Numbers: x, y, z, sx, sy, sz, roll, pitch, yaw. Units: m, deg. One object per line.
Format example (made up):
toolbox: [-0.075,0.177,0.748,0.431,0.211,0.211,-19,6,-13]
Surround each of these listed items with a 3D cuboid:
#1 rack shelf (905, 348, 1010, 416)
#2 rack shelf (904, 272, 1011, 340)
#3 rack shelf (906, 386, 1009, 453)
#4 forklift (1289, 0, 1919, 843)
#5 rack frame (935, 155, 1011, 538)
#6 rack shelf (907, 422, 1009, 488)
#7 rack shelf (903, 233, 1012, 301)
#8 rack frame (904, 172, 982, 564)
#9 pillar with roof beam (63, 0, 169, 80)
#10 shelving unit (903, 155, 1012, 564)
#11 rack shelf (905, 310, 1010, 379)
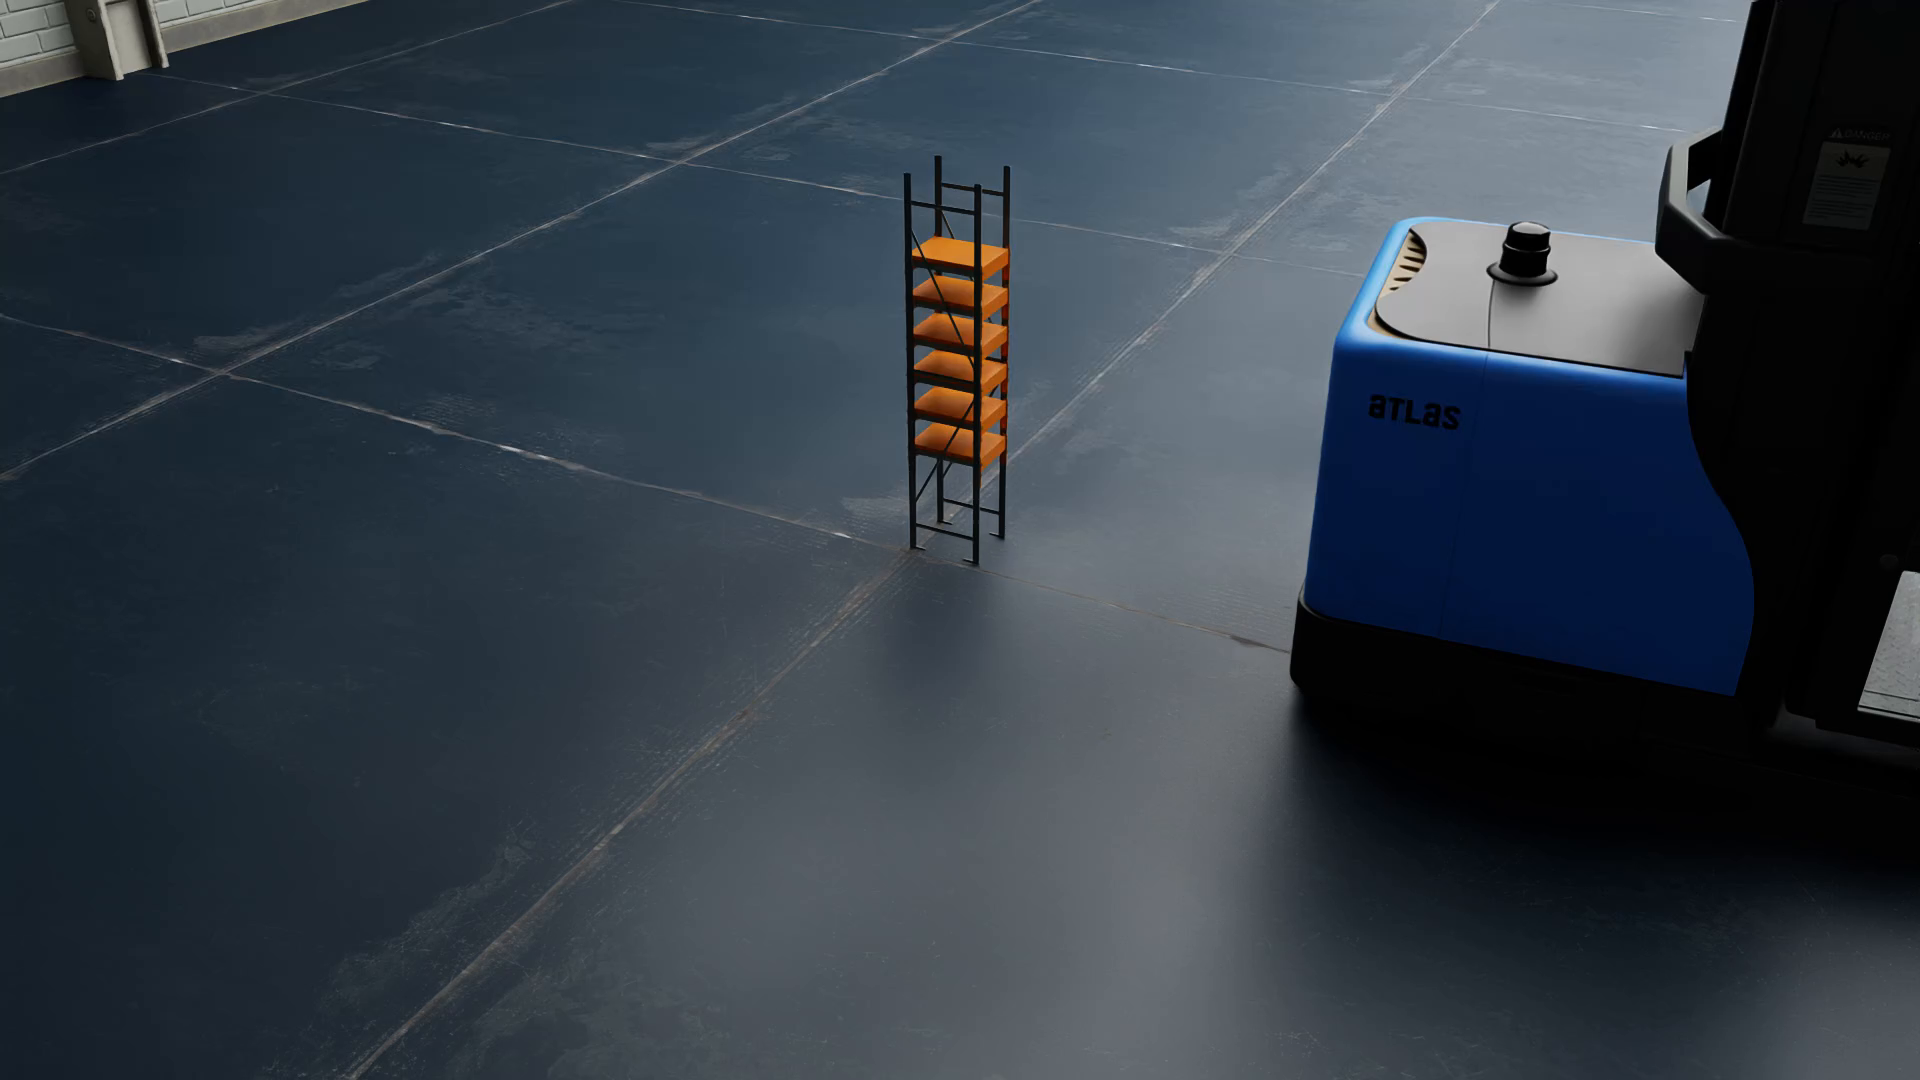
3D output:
rack shelf: [-0.007,-0.475,4.962,0.258,0.103,0.180,14,33,23]
rack shelf: [-0.007,-0.683,4.843,0.258,0.103,0.180,14,33,23]
rack shelf: [-0.007,-0.371,5.022,0.258,0.103,0.180,14,33,23]
forklift: [2.457,-0.780,3.665,3.031,2.935,1.130,11,32,18]
rack frame: [0.035,-0.554,5.011,0.240,1.200,0.006,14,33,23]
rack shelf: [-0.007,-0.267,5.082,0.258,0.103,0.180,14,33,23]
rack shelf: [-0.007,-0.788,4.783,0.258,0.103,0.180,14,33,23]
rack frame: [-0.048,-0.473,4.869,0.240,1.200,0.006,14,33,23]
pillar with roof beam: [-1.348,-5.845,6.392,9.100,9.000,0.400,14,33,23]
shelving unit: [-0.007,-0.514,4.940,0.258,1.200,0.189,14,33,23]
rack shelf: [-0.007,-0.579,4.902,0.258,0.103,0.180,14,33,23]
